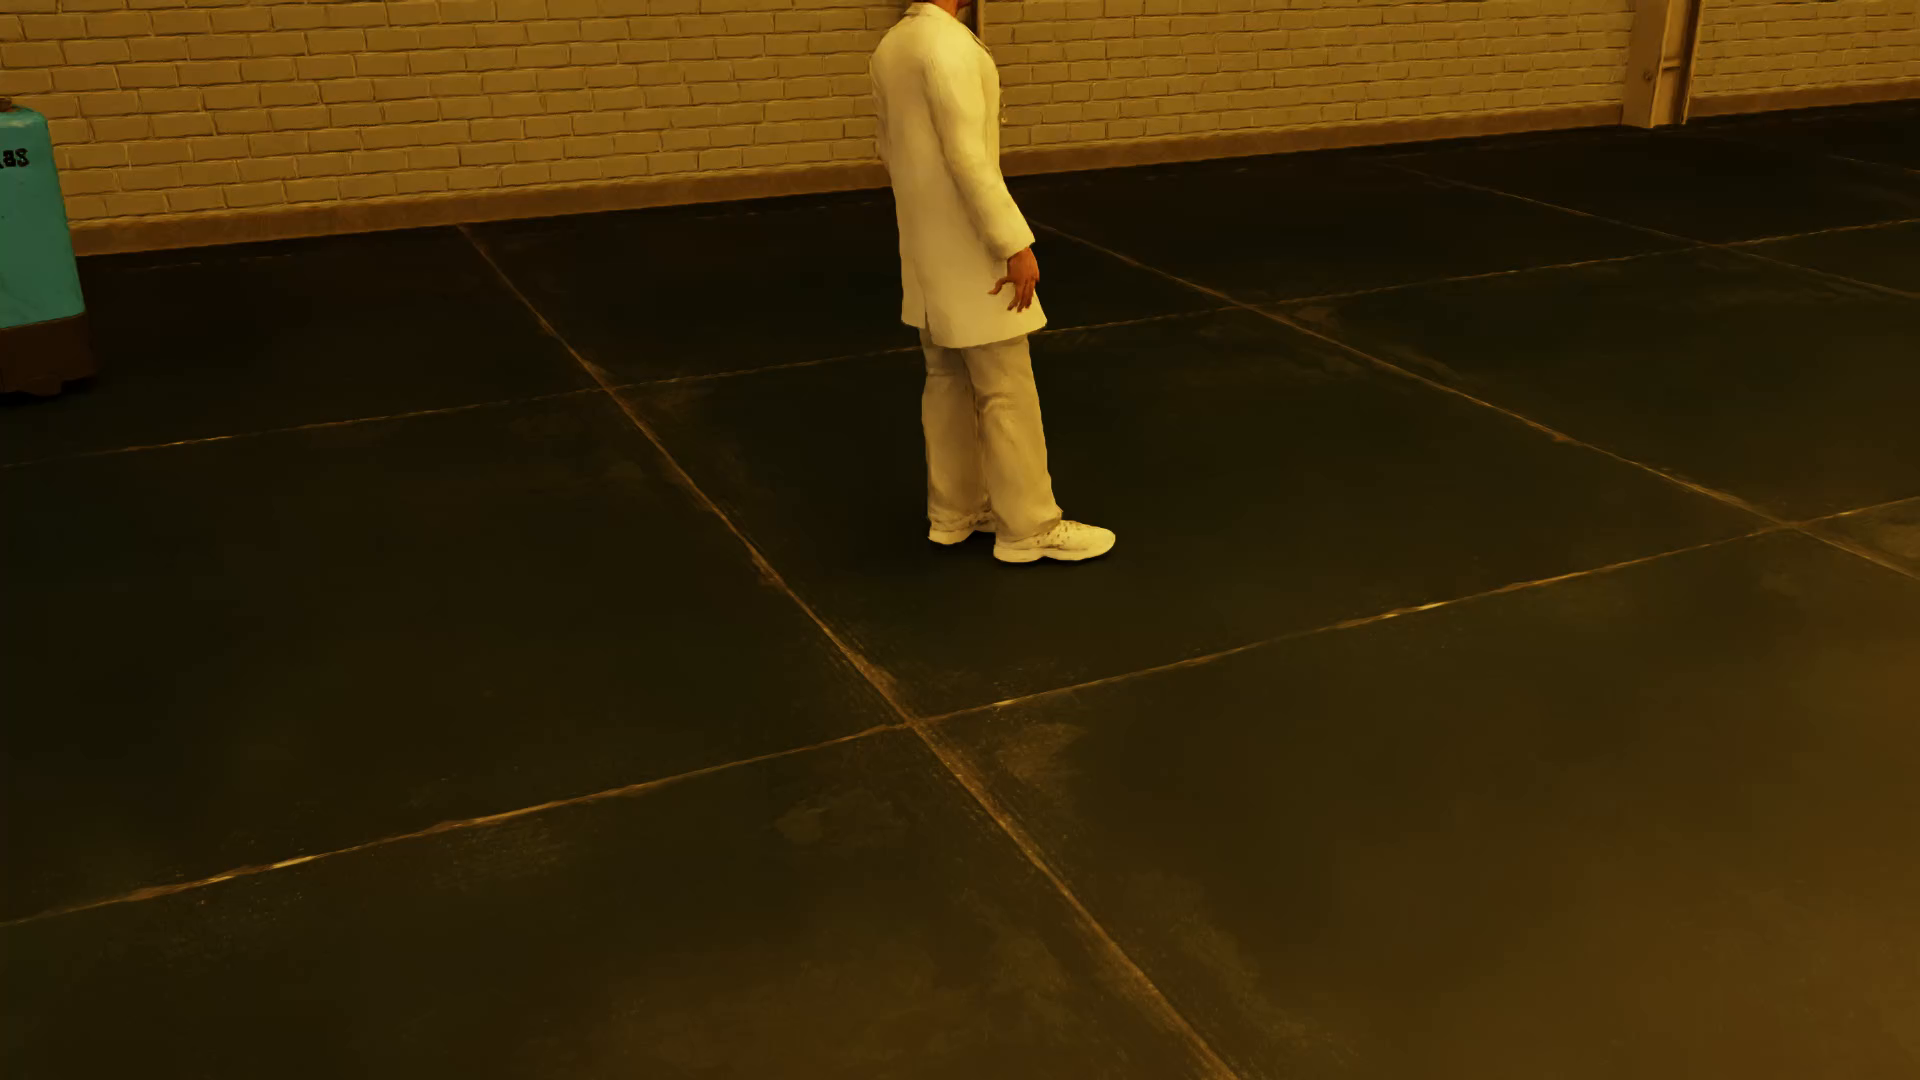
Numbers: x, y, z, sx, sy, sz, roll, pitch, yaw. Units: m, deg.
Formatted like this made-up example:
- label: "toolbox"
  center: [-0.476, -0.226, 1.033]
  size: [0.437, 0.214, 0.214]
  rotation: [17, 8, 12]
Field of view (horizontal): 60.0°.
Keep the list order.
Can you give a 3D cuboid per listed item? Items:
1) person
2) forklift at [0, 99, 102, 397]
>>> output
- label: "person"
  center: [0.084, -0.841, 4.795]
  size: [0.579, 1.776, 0.694]
  rotation: [-10, 25, -23]
- label: "forklift"
  center: [-4.757, -1.671, 5.309]
  size: [1.130, 2.935, 3.031]
  rotation: [21, 30, 41]
